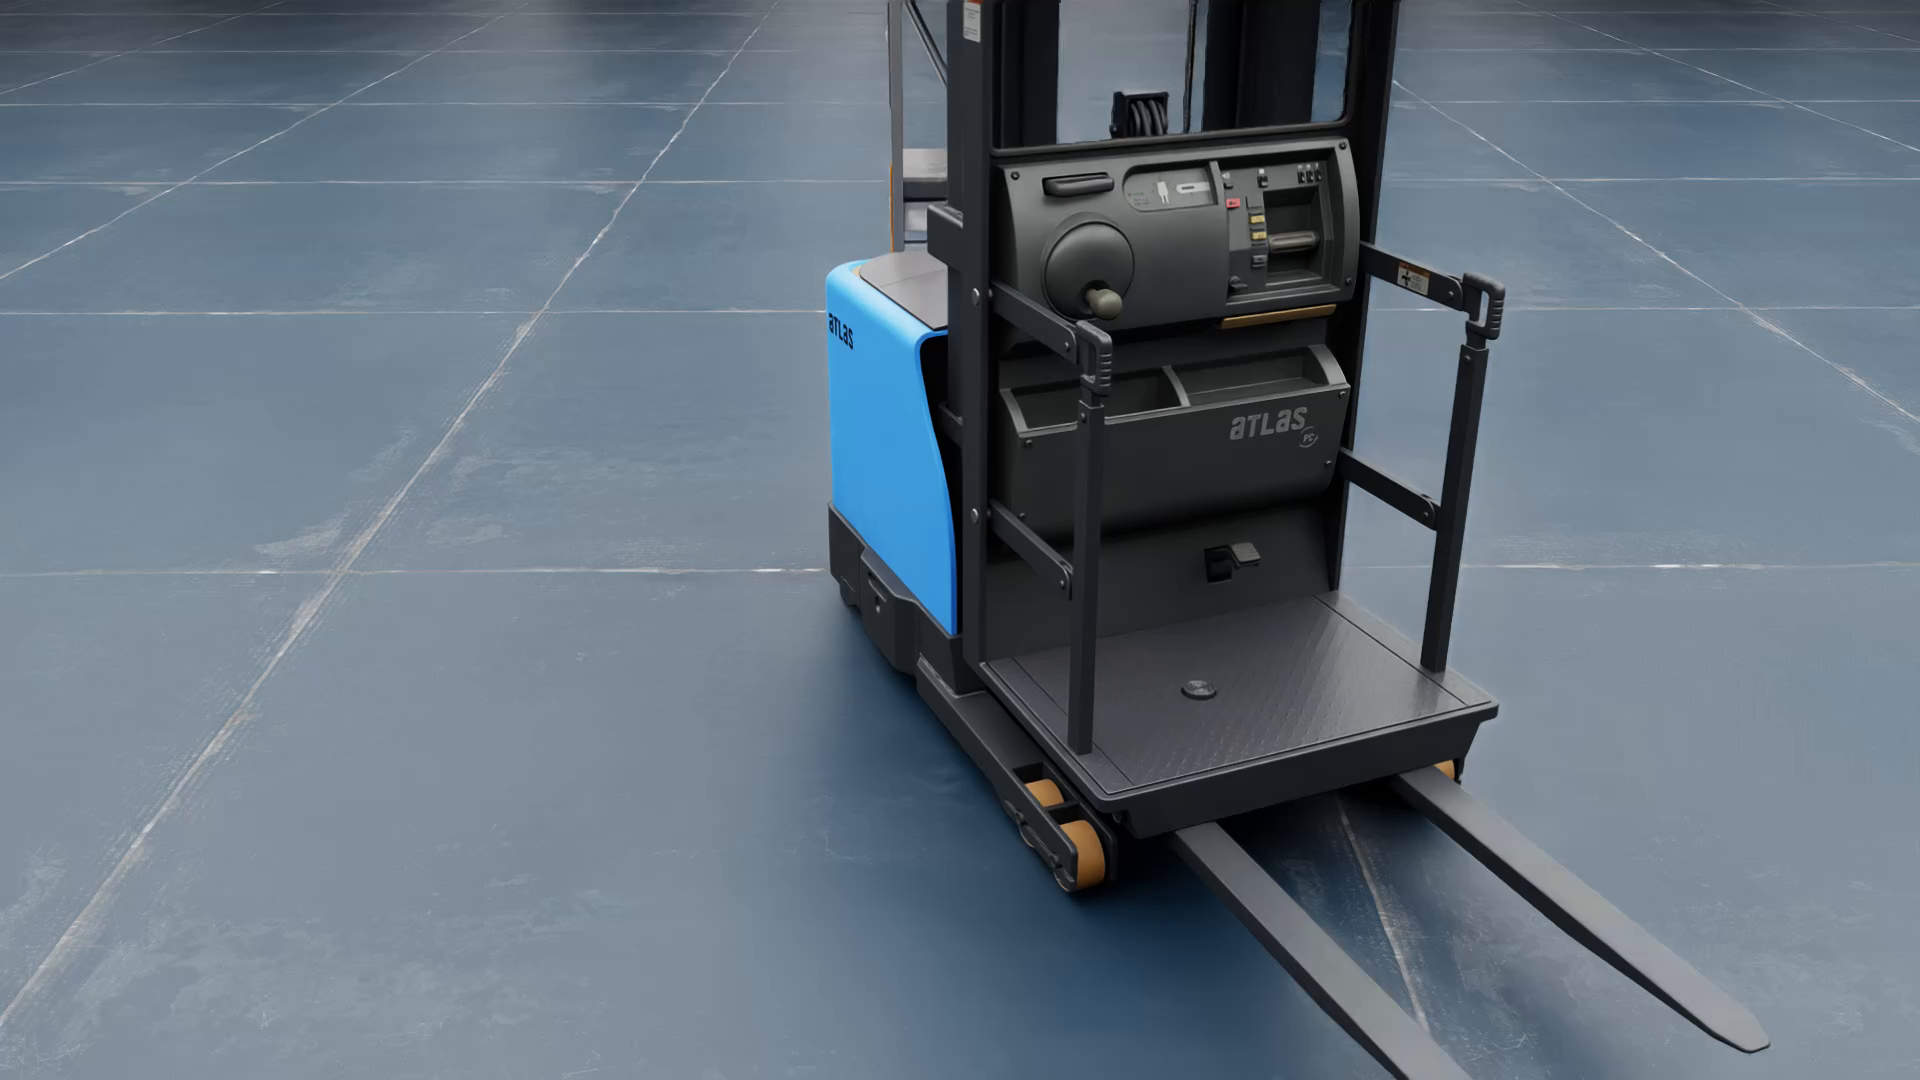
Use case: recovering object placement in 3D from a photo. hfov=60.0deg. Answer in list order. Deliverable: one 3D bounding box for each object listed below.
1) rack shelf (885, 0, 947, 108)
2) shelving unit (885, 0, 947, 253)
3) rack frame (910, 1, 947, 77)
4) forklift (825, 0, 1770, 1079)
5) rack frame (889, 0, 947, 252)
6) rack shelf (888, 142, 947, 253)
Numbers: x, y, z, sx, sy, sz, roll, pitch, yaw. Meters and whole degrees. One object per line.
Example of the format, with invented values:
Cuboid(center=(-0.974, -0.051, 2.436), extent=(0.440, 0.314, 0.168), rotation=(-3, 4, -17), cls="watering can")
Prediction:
Cuboid(center=(-0.020, -1.663, 5.213), extent=(0.431, 0.518, 0.480), rotation=(-1, 24, -2), cls="rack shelf")
Cuboid(center=(-0.020, -1.037, 5.496), extent=(0.431, 2.100, 0.503), rotation=(-1, 24, -2), cls="shelving unit")
Cuboid(center=(-0.028, -1.138, 5.718), extent=(0.400, 2.100, 0.015), rotation=(-1, 24, -2), cls="rack frame")
Cuboid(center=(0.624, -0.707, 3.757), extent=(1.130, 2.935, 3.031), rotation=(-10, 26, -21), cls="forklift")
Cuboid(center=(-0.012, -0.937, 5.273), extent=(0.400, 2.100, 0.015), rotation=(-1, 24, -2), cls="rack frame")
Cuboid(center=(-0.020, -1.025, 5.501), extent=(0.431, 0.518, 0.480), rotation=(-1, 24, -2), cls="rack shelf")
